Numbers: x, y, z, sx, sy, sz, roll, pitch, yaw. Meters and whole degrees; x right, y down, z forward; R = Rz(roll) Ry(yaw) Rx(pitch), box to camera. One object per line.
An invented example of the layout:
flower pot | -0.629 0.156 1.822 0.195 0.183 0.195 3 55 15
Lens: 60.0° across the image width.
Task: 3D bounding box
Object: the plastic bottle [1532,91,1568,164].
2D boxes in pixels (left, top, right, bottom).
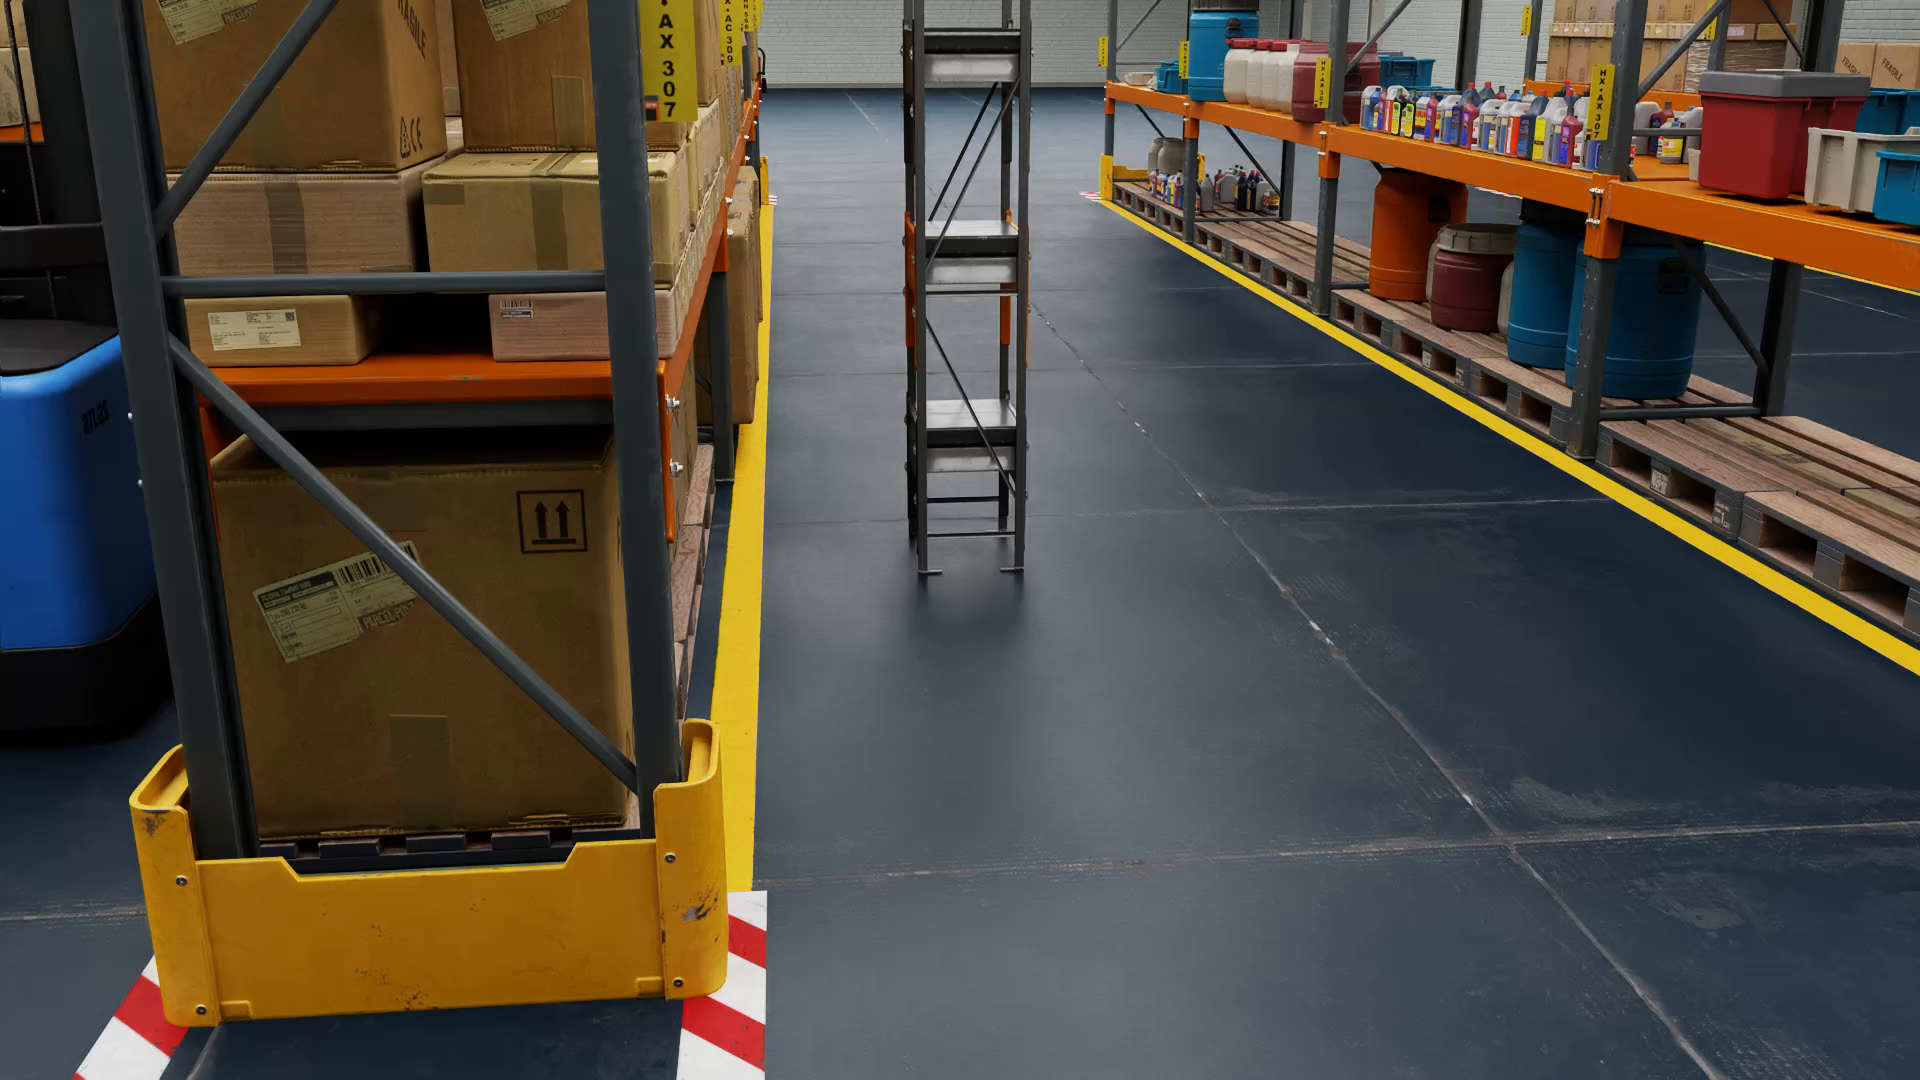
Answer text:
plastic bottle | 2.988 -2.078 8.372 0.144 0.351 0.185 -2 18 -6

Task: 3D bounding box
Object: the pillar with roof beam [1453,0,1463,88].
pillar with roof beam | 6.818 -13.630 35.068 9.100 9.000 0.400 -2 18 -6

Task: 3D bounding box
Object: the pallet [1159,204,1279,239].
pallet | 2.555 -3.093 16.175 1.003 0.211 1.213 -2 18 -6

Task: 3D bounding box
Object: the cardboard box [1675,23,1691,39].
cardboard box | 7.216 -4.957 16.208 0.380 0.149 0.250 -2 18 -7

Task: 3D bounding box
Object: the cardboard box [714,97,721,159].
cardboard box | -1.212 -1.632 6.621 0.500 0.250 0.500 -2 18 -7

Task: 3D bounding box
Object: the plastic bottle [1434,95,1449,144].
plastic bottle | 2.822 -2.450 9.688 0.097 0.271 0.097 0 17 0

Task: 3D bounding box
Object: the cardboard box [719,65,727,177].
cardboard box | -1.318 -1.878 7.483 0.500 0.500 0.500 -2 18 -5

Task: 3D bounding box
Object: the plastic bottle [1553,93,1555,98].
plastic bottle | 3.455 -2.467 9.721 0.061 0.283 0.133 -2 18 -6

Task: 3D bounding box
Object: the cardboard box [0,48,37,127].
cardboard box | -6.708 -3.095 11.360 0.500 0.500 0.500 -2 18 -6

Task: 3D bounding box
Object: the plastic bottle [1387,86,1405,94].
plastic bottle | 2.870 -2.836 10.911 0.152 0.276 0.135 -2 18 -6

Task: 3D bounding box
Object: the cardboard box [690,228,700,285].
cardboard box | -0.922 -0.796 4.623 0.380 0.149 0.250 -2 18 -7

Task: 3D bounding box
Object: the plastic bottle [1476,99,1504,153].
plastic bottle | 2.918 -2.255 9.058 0.152 0.276 0.135 -2 18 -6

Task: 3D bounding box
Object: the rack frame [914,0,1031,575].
rack frame | 0.042 -0.880 5.974 0.400 2.100 0.015 -2 18 -6

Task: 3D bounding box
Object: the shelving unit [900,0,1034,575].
shelving unit | 0.017 -0.952 6.205 0.431 2.100 0.503 -2 18 -6

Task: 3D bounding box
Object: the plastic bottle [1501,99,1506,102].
plastic bottle | 3.479 -2.724 10.678 0.097 0.201 0.097 0 17 0

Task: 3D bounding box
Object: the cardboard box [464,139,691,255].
cardboard box | -0.947 -0.870 4.193 0.500 0.250 0.500 -2 18 -6

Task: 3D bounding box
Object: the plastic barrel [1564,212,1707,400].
plastic barrel | 3.369 -1.200 8.294 0.600 0.901 0.708 -2 18 -6

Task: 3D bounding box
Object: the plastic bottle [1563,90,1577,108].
plastic bottle | 3.112 -2.138 8.561 0.144 0.351 0.185 -2 18 -6

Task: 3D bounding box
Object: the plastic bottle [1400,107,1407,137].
plastic bottle | 2.765 -2.583 10.229 0.097 0.201 0.097 0 17 0

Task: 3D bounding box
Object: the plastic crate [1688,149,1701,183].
plastic crate | 3.314 -1.598 7.099 0.396 0.136 0.243 -2 18 -6

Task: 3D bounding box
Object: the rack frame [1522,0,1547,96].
rack frame | 7.097 -5.565 19.396 1.000 3.000 0.127 -2 18 -6

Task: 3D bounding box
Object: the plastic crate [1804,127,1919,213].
plastic crate | 3.382 -1.350 6.066 0.437 0.282 0.530 -2 18 -6

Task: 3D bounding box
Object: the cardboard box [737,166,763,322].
cardboard box | -1.881 -1.857 10.431 1.225 0.875 0.875 -3 18 -8

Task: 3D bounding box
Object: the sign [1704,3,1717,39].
sign | 6.958 -4.807 15.402 0.100 0.325 0.005 -2 18 -6

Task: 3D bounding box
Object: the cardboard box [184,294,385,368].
cardboard box | -1.470 -0.469 3.584 0.380 0.149 0.250 -1 17 -5

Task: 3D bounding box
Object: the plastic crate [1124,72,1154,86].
plastic crate | 1.942 -5.011 18.071 0.298 0.136 0.250 -2 18 -6

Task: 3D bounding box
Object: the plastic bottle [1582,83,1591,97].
plastic bottle | 3.587 -2.415 9.444 0.144 0.351 0.185 -2 18 -6

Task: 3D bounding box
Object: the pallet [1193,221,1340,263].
pallet | 2.702 -2.658 14.792 1.003 0.211 1.213 -2 18 -6

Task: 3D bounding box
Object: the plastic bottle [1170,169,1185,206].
plastic bottle | 2.176 -3.504 16.518 0.144 0.351 0.185 -2 18 -6

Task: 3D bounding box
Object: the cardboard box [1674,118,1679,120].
cardboard box | 7.566 -4.363 18.205 0.500 0.500 0.500 -2 18 -6

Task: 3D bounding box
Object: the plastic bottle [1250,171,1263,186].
plastic bottle | 2.912 -3.421 16.254 0.144 0.351 0.185 -1 17 -4

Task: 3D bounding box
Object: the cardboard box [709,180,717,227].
cardboard box | -1.055 -1.178 5.841 0.380 0.149 0.250 -1 17 -5

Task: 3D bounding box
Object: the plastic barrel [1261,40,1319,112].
plastic barrel | 2.584 -3.647 13.059 0.433 0.535 0.433 0 17 0

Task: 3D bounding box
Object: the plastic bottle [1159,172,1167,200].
plastic bottle | 2.093 -3.640 17.083 0.097 0.271 0.097 0 17 0

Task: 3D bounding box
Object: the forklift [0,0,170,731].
forklift | -3.163 -1.225 5.687 1.130 2.935 3.031 -3 18 -9

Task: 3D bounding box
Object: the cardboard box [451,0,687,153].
cardboard box | -0.939 -1.222 4.063 0.500 0.500 0.500 -2 18 -7

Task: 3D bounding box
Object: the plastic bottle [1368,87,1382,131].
plastic bottle | 2.703 -2.794 10.784 0.097 0.271 0.097 0 17 0

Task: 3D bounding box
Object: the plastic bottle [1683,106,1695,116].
plastic bottle | 3.717 -2.071 8.480 0.097 0.271 0.097 0 17 0

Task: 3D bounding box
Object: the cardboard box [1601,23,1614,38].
cardboard box | 7.059 -5.415 17.668 0.380 0.149 0.250 -2 18 -6

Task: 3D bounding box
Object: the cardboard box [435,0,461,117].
cardboard box | -1.622 -1.661 5.461 0.500 0.500 0.500 -2 18 -7

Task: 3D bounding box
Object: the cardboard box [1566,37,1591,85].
cardboard box | 7.192 -5.317 18.439 0.700 0.500 0.500 -1 17 -4

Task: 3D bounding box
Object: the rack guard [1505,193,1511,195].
rack guard | 7.095 -4.380 19.793 1.175 0.500 0.348 -2 18 -6

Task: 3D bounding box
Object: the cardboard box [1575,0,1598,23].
cardboard box | 7.198 -5.920 18.194 0.700 0.500 0.500 -2 18 -7

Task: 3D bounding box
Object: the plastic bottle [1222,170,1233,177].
plastic bottle | 2.794 -3.714 17.313 0.152 0.276 0.135 -2 18 -5

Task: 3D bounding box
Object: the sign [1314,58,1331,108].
sign | 2.449 -3.089 11.235 0.100 0.325 0.005 -2 18 -6

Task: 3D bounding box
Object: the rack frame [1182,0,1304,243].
rack frame | 2.583 -4.222 15.116 1.000 3.000 0.127 -2 18 -6

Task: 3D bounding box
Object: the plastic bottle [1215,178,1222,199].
plastic bottle | 2.686 -3.628 17.162 0.097 0.201 0.097 0 17 0

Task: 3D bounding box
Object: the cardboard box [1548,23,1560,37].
cardboard box | 6.924 -5.799 18.890 0.380 0.149 0.250 -2 18 -6

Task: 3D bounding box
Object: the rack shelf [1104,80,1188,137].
rack shelf | 2.376 -4.474 17.122 1.077 0.370 4.000 -2 18 -6

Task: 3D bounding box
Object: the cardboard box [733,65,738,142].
cardboard box | -1.588 -2.636 9.900 0.500 0.500 0.500 -2 18 -6

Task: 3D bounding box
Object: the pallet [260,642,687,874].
pallet | -1.266 0.601 4.410 1.003 0.211 1.213 -2 18 -6

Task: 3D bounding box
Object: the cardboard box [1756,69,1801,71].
cardboard box | 7.604 -4.157 15.160 0.500 0.250 0.500 -1 17 -2

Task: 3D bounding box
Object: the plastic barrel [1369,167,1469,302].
plastic barrel | 3.063 -2.050 11.120 0.600 0.830 0.708 -2 18 -6

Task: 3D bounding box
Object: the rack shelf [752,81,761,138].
rack shelf | -2.550 -4.321 16.635 1.077 0.370 4.000 -2 18 -6
